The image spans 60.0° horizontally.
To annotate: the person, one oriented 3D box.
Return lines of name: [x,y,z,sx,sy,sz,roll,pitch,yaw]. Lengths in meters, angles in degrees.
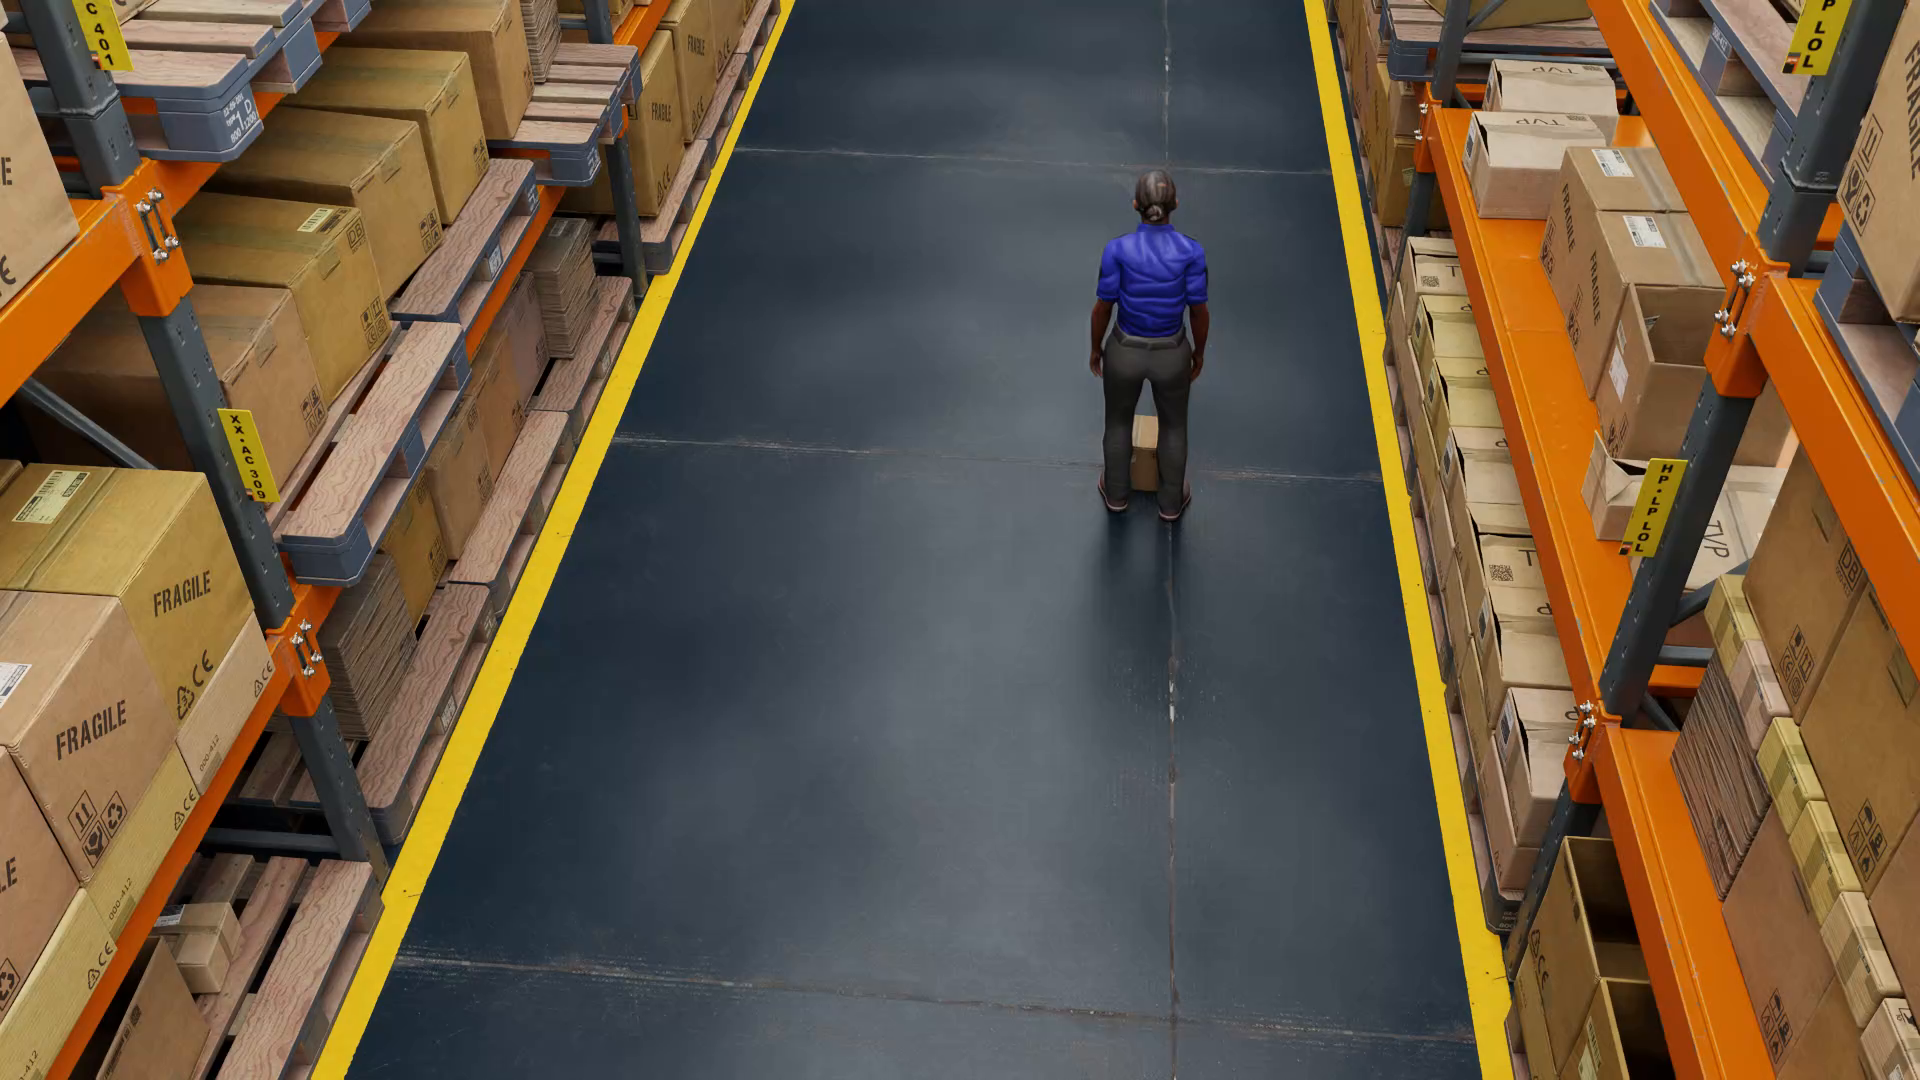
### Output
person: [0.807,-0.806,7.110,0.509,1.655,0.391,3,40,4]
